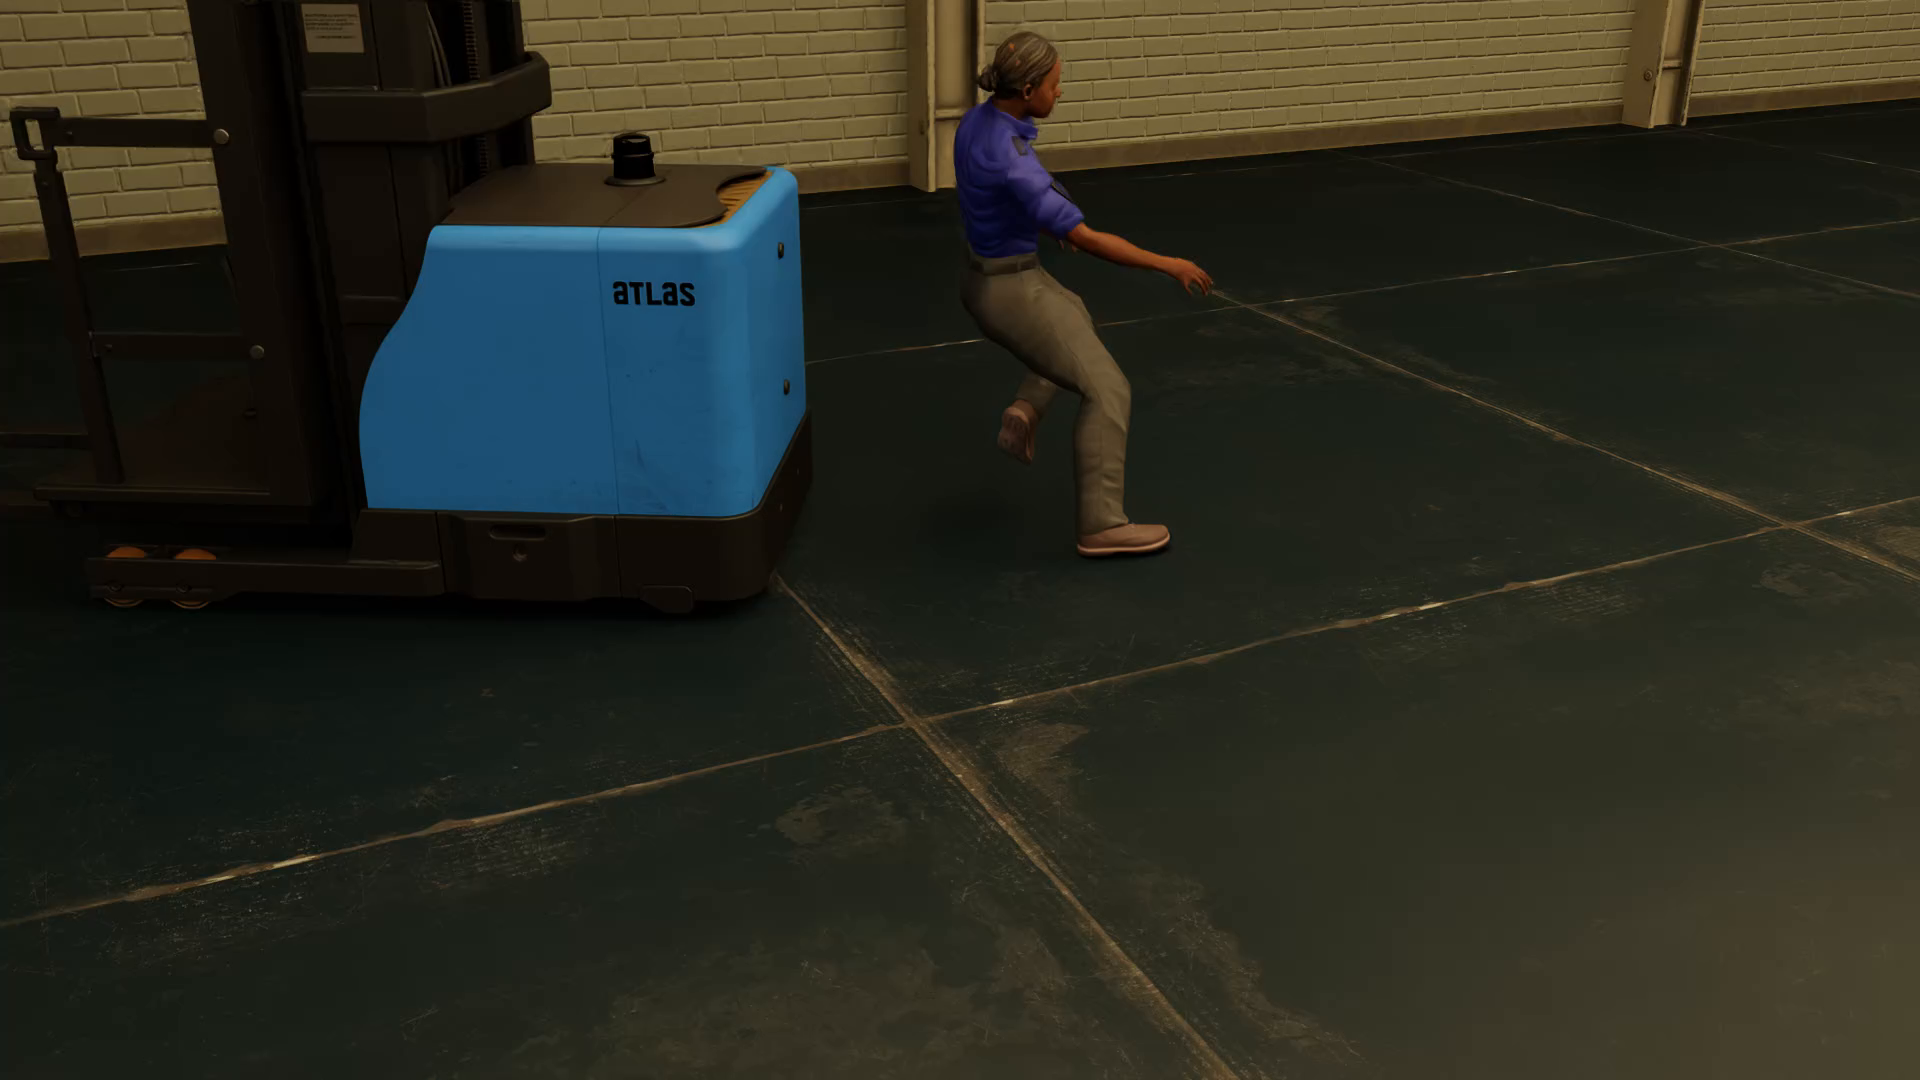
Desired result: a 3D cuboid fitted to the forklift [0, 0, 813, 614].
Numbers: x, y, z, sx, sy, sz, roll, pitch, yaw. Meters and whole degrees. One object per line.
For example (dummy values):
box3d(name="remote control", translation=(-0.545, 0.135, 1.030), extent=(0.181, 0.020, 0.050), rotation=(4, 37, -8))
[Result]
box3d(name="forklift", translation=(-2.018, -1.360, 4.560), extent=(3.031, 2.935, 1.130), rotation=(2, 23, 4))

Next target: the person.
box3d(name="person", translation=(0.342, -0.768, 5.004), extent=(0.683, 1.484, 0.752), rotation=(-6, 23, -14))
